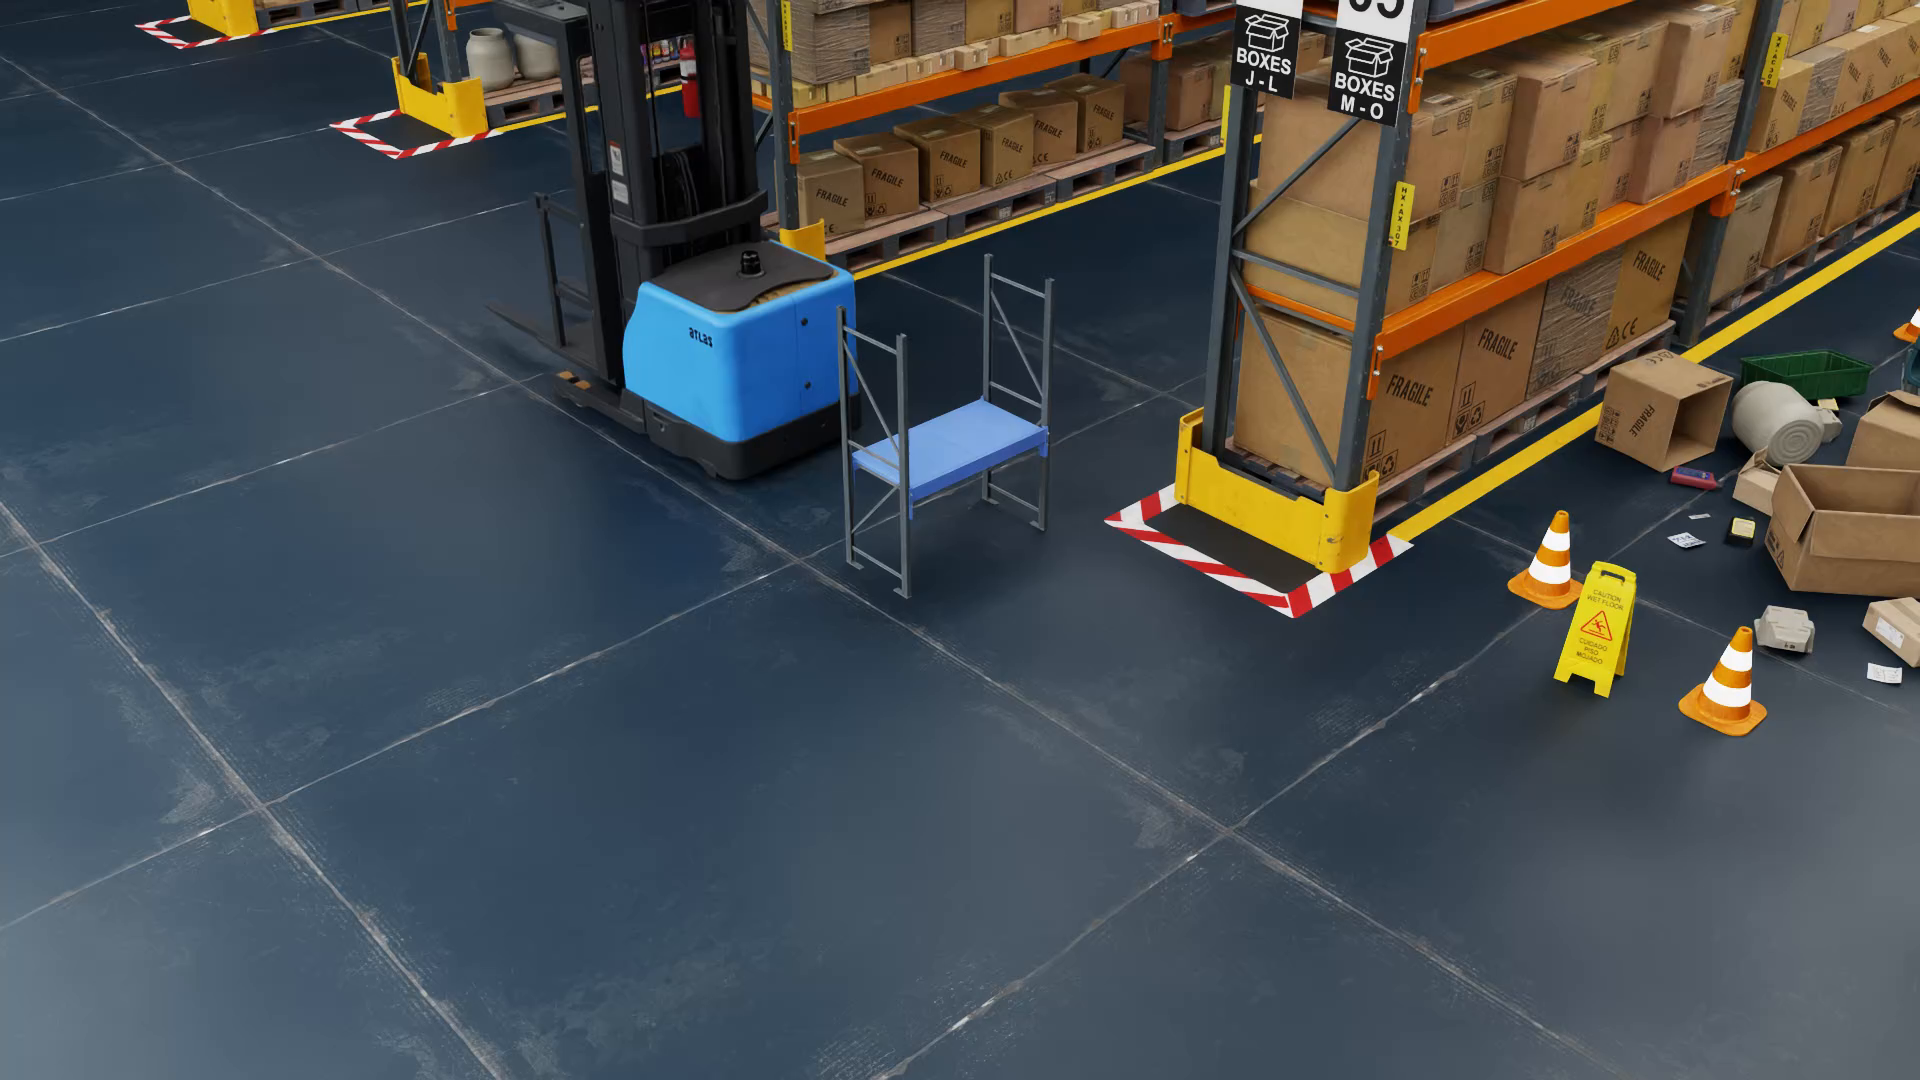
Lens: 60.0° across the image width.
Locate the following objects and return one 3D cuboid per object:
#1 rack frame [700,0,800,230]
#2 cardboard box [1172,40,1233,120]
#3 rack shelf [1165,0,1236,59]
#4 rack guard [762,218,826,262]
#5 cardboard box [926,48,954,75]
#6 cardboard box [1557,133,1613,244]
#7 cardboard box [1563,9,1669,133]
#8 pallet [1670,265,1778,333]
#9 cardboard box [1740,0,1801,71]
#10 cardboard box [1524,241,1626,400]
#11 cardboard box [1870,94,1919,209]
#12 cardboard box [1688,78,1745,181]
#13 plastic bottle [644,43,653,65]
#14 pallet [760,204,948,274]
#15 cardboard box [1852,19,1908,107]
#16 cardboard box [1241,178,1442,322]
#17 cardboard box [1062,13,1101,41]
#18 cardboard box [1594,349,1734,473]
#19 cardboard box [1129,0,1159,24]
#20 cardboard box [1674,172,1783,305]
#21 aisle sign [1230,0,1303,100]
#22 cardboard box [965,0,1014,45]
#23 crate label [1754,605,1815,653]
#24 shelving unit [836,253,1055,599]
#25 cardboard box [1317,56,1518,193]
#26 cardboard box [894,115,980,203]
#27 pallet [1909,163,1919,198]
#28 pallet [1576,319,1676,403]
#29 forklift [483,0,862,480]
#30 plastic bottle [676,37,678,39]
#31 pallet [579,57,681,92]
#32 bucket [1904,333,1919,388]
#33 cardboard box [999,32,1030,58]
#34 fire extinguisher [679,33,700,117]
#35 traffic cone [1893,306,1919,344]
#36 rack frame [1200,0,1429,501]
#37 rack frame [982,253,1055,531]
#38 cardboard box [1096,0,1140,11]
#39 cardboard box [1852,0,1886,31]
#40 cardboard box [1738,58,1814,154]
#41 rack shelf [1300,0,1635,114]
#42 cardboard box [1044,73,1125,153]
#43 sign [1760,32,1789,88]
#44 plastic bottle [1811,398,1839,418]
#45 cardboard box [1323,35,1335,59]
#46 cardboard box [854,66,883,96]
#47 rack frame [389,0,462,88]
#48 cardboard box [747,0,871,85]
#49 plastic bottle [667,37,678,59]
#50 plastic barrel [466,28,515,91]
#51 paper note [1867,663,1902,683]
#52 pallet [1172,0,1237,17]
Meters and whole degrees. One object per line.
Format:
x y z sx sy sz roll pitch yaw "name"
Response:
-1.541 -3.309 11.786 0.127 3.000 1.000 -26 40 -35 "rack frame"
2.220 -4.221 15.252 0.500 0.500 0.700 -26 40 -36 "cardboard box"
2.859 -5.130 15.454 4.000 0.370 1.077 -26 40 -35 "rack shelf"
-1.485 -2.270 12.483 0.348 0.500 1.175 -26 40 -35 "rack guard"
-0.258 -3.658 12.597 0.250 0.149 0.380 -26 40 -35 "cardboard box"
3.244 -2.147 9.742 0.500 0.550 0.875 -26 40 -35 "cardboard box"
3.583 -2.823 9.813 0.550 0.550 0.875 -26 40 -35 "cardboard box"
5.205 -1.908 12.167 1.213 0.211 1.003 -26 40 -35 "pallet"
5.051 -3.442 10.950 0.500 0.500 0.700 -27 40 -36 "cardboard box"
3.523 -1.550 10.544 0.875 0.875 0.875 -25 40 -35 "cardboard box"
7.116 -3.251 13.446 0.750 0.750 1.050 -26 40 -36 "cardboard box"
4.428 -2.723 10.684 0.550 0.550 0.875 -26 40 -35 "cardboard box"
-3.116 -4.873 16.537 0.097 0.271 0.097 0 31 0 "plastic bottle"
-0.865 -2.421 13.007 1.213 0.211 1.003 -26 40 -35 "pallet"
6.370 -3.457 11.932 0.500 0.500 0.500 -25 39 -35 "cardboard box"
1.999 -1.589 8.829 0.550 0.550 0.875 -26 40 -35 "cardboard box"
0.913 -4.150 13.402 0.250 0.149 0.380 -26 40 -35 "cardboard box"
4.250 -0.786 10.054 0.500 0.500 0.500 -19 36 -28 "cardboard box"
1.434 -4.432 13.864 0.250 0.149 0.380 -26 40 -35 "cardboard box"
5.085 -2.269 11.839 0.750 0.750 1.050 -26 40 -36 "cardboard box"
1.501 -2.575 8.093 0.004 0.787 0.394 -26 40 -35 "aisle sign"
-0.063 -4.220 12.895 0.500 0.500 0.875 -26 40 -35 "cardboard box"
4.166 0.450 8.382 0.250 0.136 0.298 9 33 15 "crate label"
-0.063 -0.610 8.809 1.048 1.500 0.538 -26 40 -35 "shelving unit"
2.396 -2.248 8.872 0.550 0.550 0.875 -26 40 -35 "cardboard box"
-0.185 -3.077 13.400 0.500 0.500 0.500 -22 38 -31 "cardboard box"
8.198 -3.301 14.445 1.213 0.211 1.003 -26 40 -35 "pallet"
4.080 -1.365 11.280 1.213 0.211 1.003 -26 40 -35 "pallet"
-2.002 -2.269 10.151 1.130 2.935 3.031 -27 41 -37 "forklift"
-2.824 -5.115 16.921 0.133 0.283 0.061 -26 40 -35 "plastic bottle"
-3.391 -4.776 16.858 1.213 0.211 1.003 -26 40 -35 "pallet"
6.158 -1.116 9.881 0.620 0.611 0.726 -3 30 -25 "bucket"
0.325 -3.906 13.003 0.250 0.149 0.380 -26 40 -35 "cardboard box"
-1.938 -3.412 12.028 0.183 0.674 0.296 -26 40 -35 "fire extinguisher"
6.701 -1.610 11.440 0.334 0.463 0.336 -26 40 -35 "traffic cone"
1.757 -1.376 8.625 0.127 3.000 1.000 -26 40 -35 "rack frame"
0.310 -0.790 9.104 0.032 1.500 0.500 -26 40 -35 "rack frame"
1.020 -4.762 13.781 0.500 0.500 0.875 -26 40 -35 "cardboard box"
6.168 -3.983 11.834 0.500 0.500 0.700 -26 40 -36 "cardboard box"
5.259 -2.921 11.056 0.500 0.500 0.500 -25 40 -35 "cardboard box"
3.224 -3.058 9.190 4.000 0.370 1.077 -26 40 -35 "rack shelf"
1.072 -3.714 14.442 0.500 0.500 0.500 -27 41 -37 "cardboard box"
5.069 -2.986 10.352 0.005 0.325 0.100 -26 40 -35 "sign"
5.514 -0.866 10.607 0.133 0.061 0.283 9 33 15 "plastic bottle"
3.450 -4.821 16.233 0.700 0.500 0.500 25 40 35 "cardboard box"
-0.780 -3.376 12.137 0.250 0.149 0.380 -26 40 -35 "cardboard box"
-4.909 -5.204 14.885 0.127 3.000 1.000 -26 40 -35 "rack frame"
-1.119 -3.663 11.985 0.500 0.500 0.875 -26 40 -35 "cardboard box"
-2.894 -4.980 16.713 0.097 0.271 0.097 0 31 0 "plastic bottle"
-4.478 -4.584 15.854 0.421 0.512 0.421 0 31 0 "plastic barrel"
4.537 0.652 8.155 0.148 0.019 0.142 15 34 23 "paper note"
2.052 -4.862 14.509 1.213 0.211 1.003 -26 40 -35 "pallet"
